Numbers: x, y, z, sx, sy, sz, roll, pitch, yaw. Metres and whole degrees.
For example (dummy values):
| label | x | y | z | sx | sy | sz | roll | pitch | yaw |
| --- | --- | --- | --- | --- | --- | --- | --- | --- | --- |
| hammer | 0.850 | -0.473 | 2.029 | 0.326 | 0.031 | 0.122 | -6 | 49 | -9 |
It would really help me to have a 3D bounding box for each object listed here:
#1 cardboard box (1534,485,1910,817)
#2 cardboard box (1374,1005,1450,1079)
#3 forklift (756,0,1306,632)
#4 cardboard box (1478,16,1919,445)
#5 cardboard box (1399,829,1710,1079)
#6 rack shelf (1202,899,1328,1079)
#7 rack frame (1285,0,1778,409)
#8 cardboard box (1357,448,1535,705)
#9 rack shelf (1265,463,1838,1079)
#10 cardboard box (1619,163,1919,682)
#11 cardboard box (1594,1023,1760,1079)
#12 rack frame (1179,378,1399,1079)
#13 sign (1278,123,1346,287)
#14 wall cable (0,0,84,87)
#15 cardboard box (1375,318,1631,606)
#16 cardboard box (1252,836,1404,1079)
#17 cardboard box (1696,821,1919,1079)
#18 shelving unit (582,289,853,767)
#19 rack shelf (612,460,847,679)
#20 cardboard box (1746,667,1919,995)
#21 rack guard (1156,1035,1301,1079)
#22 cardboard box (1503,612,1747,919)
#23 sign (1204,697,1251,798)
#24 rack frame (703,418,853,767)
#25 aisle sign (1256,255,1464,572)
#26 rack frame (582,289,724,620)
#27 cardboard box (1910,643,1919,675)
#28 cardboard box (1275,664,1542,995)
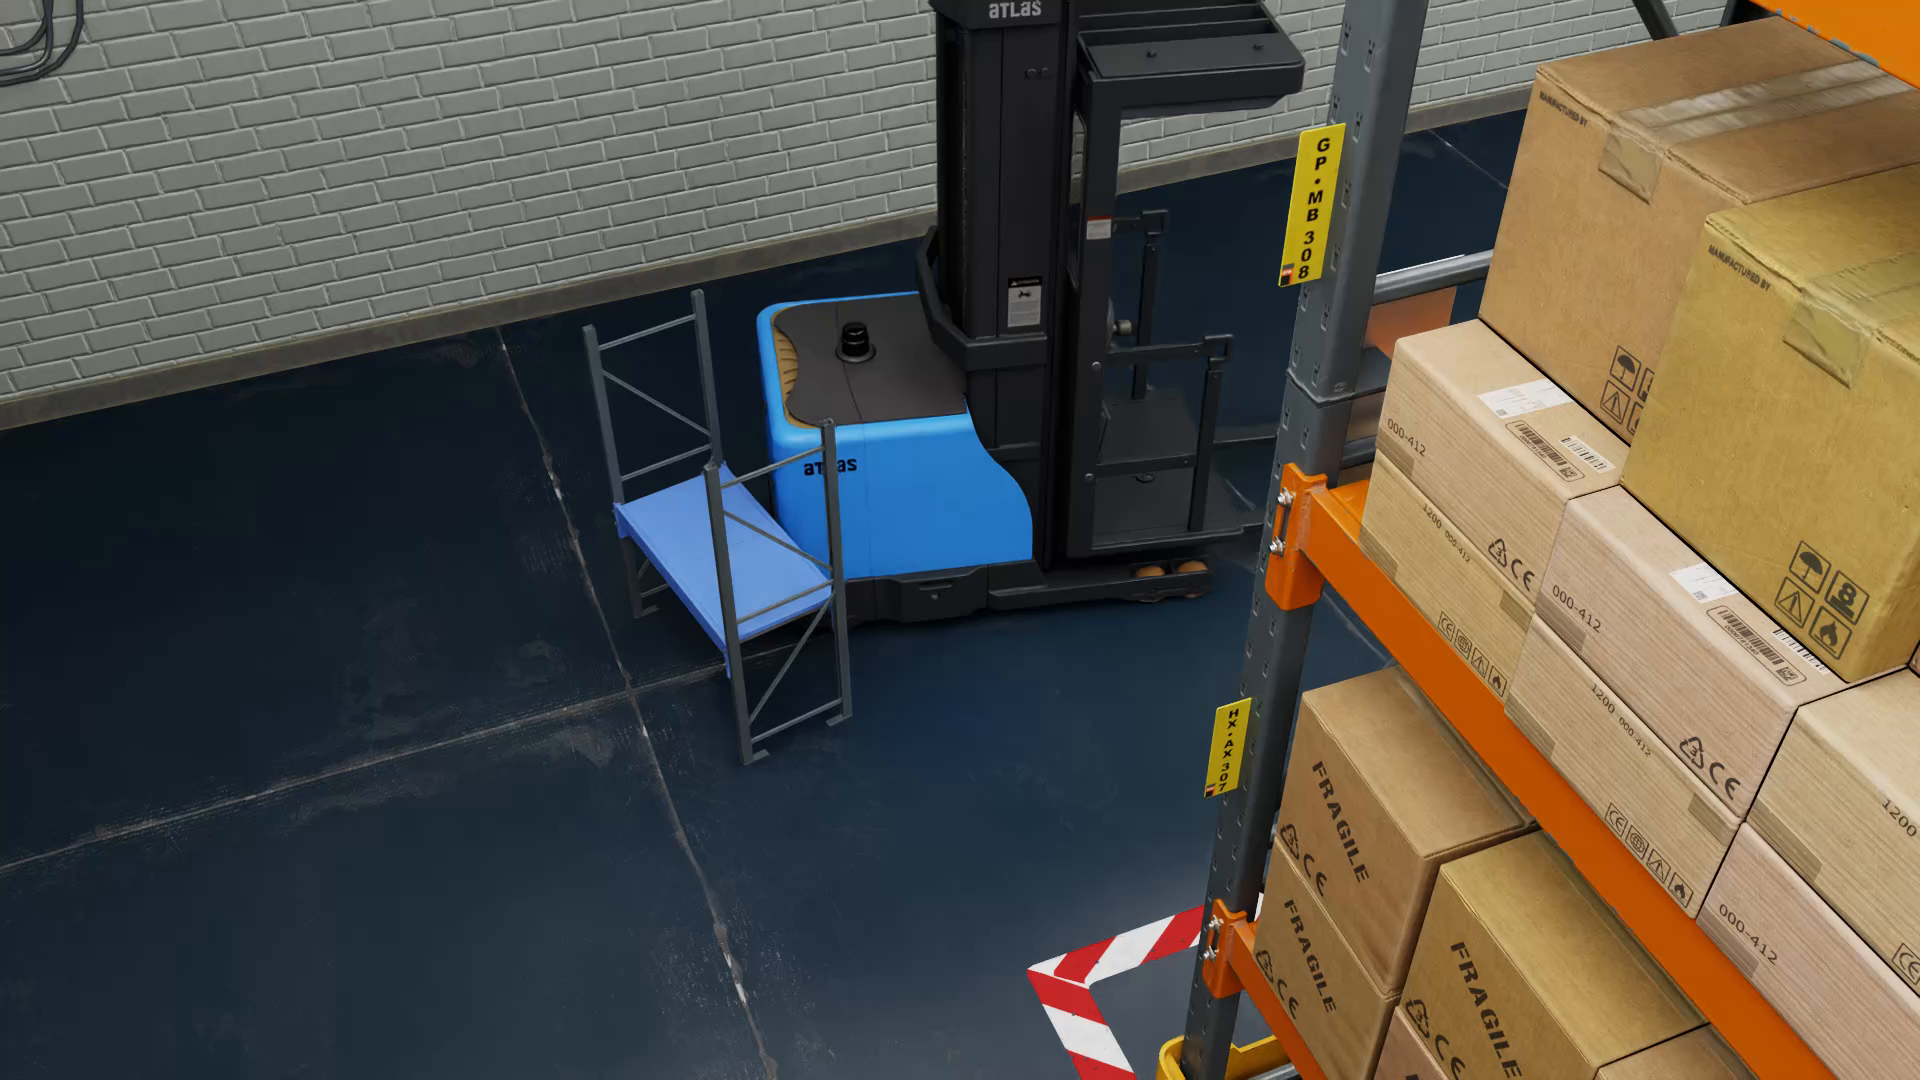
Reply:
| label | x | y | z | sx | sy | sz | roll | pitch | yaw |
| --- | --- | --- | --- | --- | --- | --- | --- | --- | --- |
| cardboard box | 1.305 | 0.115 | 2.665 | 0.500 | 0.250 | 0.500 | -15 | 43 | -17 |
| cardboard box | 1.292 | 1.313 | 3.765 | 0.500 | 0.500 | 0.500 | -16 | 43 | -17 |
| forklift | 0.669 | -1.170 | 6.781 | 3.031 | 2.935 | 1.130 | -6 | 41 | -7 |
| cardboard box | 1.376 | -0.541 | 2.853 | 0.700 | 0.500 | 0.500 | -15 | 43 | -17 |
| cardboard box | 1.297 | 0.937 | 3.435 | 0.500 | 0.500 | 0.500 | -15 | 43 | -16 |
| rack shelf | 1.929 | 2.186 | 3.378 | 1.077 | 0.370 | 4.000 | -15 | 43 | -17 |
| rack frame | 1.164 | -1.567 | 2.589 | 1.000 | 3.000 | 0.127 | -15 | 43 | -17 |
| cardboard box | 1.126 | 0.001 | 3.182 | 0.500 | 0.250 | 0.500 | -15 | 43 | -17 |
| rack shelf | 1.929 | 1.048 | 2.400 | 1.077 | 0.370 | 4.000 | -15 | 43 | -17 |
| cardboard box | 1.489 | -0.219 | 2.478 | 0.700 | 0.500 | 0.500 | -15 | 43 | -17 |
| cardboard box | 1.484 | 1.240 | 3.083 | 0.500 | 0.500 | 0.500 | -15 | 43 | -16 |
| rack frame | 1.164 | 0.708 | 4.545 | 1.000 | 3.000 | 0.127 | -15 | 43 | -17 |
| sign | 0.663 | -0.625 | 3.124 | 0.100 | 0.325 | 0.005 | -15 | 43 | -17 |
| wall cable | -5.245 | -2.647 | 6.227 | 3.097 | 2.526 | 0.112 | -15 | 43 | -17 |
| cardboard box | 1.120 | -0.187 | 3.017 | 0.500 | 0.250 | 0.500 | -15 | 43 | -17 |
| cardboard box | 1.090 | 1.003 | 4.125 | 0.500 | 0.500 | 0.500 | -14 | 43 | -16 |
| cardboard box | 1.498 | 0.606 | 2.478 | 0.500 | 0.250 | 0.500 | -15 | 43 | -17 |
| shelving unit | -0.938 | -0.041 | 6.566 | 0.538 | 1.500 | 1.048 | -23 | 46 | -25 |
| rack shelf | -0.938 | 0.095 | 6.684 | 0.538 | 0.185 | 1.000 | -23 | 46 | -25 |
| cardboard box | 1.502 | 0.415 | 2.316 | 0.500 | 0.250 | 0.500 | -15 | 43 | -17 |
| rack guard | 1.193 | 1.702 | 5.306 | 1.175 | 0.500 | 0.348 | -15 | 43 | -17 |
| cardboard box | 1.305 | 0.305 | 2.828 | 0.500 | 0.250 | 0.500 | -15 | 43 | -17 |
| sign | 0.663 | 0.515 | 4.105 | 0.100 | 0.325 | 0.005 | -15 | 43 | -17 |
| rack frame | -0.658 | 0.235 | 6.245 | 0.500 | 1.500 | 0.032 | -23 | 46 | -25 |
| aisle sign | 0.867 | -0.245 | 3.660 | 0.394 | 0.787 | 0.004 | -15 | 43 | -17 |
| rack frame | -1.218 | -0.318 | 6.888 | 0.500 | 1.500 | 0.032 | -23 | 46 | -25 |
| cardboard box | 1.779 | 0.056 | 2.159 | 0.700 | 0.500 | 0.500 | -15 | 43 | -17 |
| cardboard box | 1.090 | 0.624 | 3.799 | 0.500 | 0.500 | 0.500 | -14 | 43 | -16 |
